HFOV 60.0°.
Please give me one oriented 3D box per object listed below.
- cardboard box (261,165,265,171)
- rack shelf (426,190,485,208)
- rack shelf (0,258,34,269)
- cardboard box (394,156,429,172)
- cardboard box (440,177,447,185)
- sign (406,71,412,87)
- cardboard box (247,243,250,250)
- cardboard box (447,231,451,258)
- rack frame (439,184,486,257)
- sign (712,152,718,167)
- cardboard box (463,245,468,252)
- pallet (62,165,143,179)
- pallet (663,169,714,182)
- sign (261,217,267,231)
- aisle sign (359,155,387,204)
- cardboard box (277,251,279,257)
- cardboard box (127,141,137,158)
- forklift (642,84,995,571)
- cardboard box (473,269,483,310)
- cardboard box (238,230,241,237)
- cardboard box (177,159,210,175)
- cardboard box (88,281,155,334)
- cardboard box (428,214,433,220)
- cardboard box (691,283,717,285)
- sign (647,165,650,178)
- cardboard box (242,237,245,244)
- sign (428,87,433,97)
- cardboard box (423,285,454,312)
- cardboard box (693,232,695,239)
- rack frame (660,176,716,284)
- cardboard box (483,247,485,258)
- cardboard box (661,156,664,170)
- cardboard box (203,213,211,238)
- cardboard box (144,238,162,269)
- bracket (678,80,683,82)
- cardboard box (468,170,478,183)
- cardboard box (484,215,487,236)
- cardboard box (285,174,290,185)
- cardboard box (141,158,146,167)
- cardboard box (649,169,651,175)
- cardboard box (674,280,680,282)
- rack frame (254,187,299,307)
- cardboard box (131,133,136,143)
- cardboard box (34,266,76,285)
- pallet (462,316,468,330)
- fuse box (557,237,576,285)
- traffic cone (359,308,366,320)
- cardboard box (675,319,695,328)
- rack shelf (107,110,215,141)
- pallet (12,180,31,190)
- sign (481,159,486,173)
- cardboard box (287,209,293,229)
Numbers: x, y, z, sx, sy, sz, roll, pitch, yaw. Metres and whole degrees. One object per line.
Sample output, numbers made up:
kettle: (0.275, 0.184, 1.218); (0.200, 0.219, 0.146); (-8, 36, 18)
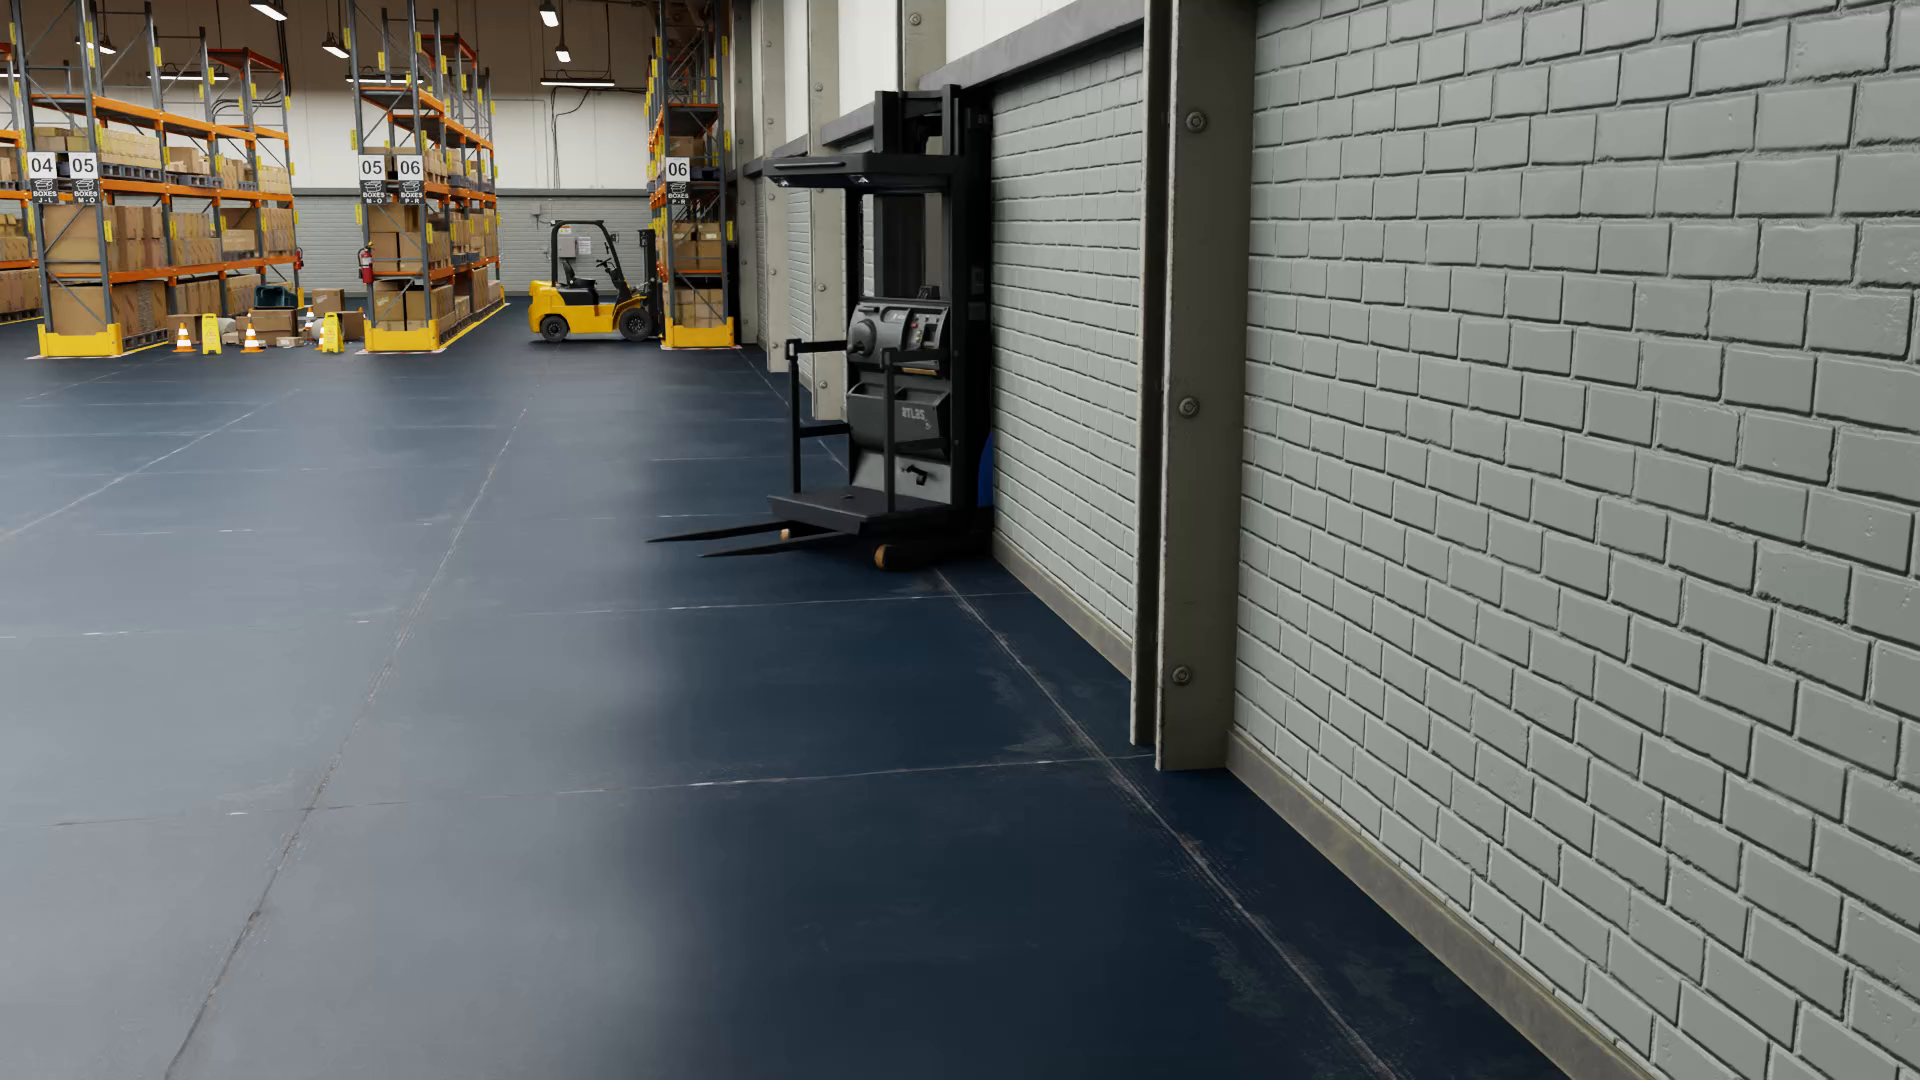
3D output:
cardboard box: (-16.515, -8.726, 38.995); (0.380, 0.149, 0.250); (-2, 11, -13)
rack shelf: (-11.341, -7.630, 37.162); (1.077, 0.370, 4.000); (-2, 11, -11)
rack shelf: (-21.062, -5.796, 35.549); (1.077, 0.370, 4.000); (-2, 11, -11)
cardboard box: (-9.233, -6.324, 27.981); (0.500, 0.250, 0.500); (-2, 11, -12)
cardboard box: (-9.813, -6.713, 31.091); (0.380, 0.149, 0.250); (-2, 11, -11)
sign: (-11.496, -9.606, 34.676); (0.100, 0.325, 0.005); (-2, 11, -11)
cardboard box: (-16.197, -6.602, 37.408); (0.380, 0.149, 0.250); (-2, 11, -11)
cardboard box: (-9.844, -5.532, 31.176); (0.500, 0.500, 0.500); (-2, 11, -12)
rack frame: (-11.730, -6.877, 39.303); (1.000, 3.000, 0.127); (-2, 11, -11)
sign: (-4.762, -7.377, 32.317); (0.100, 0.325, 0.005); (-2, 11, -11)
cardboard box: (-10.333, -5.987, 34.176); (0.380, 0.149, 0.250); (-2, 11, -10)
pallet: (-14.627, -6.267, 28.315); (1.003, 0.211, 1.213); (-2, 11, -11)
pallet: (-4.881, -6.642, 30.284); (1.003, 0.211, 1.213); (-2, 11, -11)
sign: (-16.022, -7.268, 38.261); (0.100, 0.325, 0.005); (-2, 11, -11)
aisle sign: (-9.669, -5.931, 27.381); (0.394, 0.787, 0.004); (-2, 11, -11)
cardboard box: (-16.772, -6.951, 40.367); (0.380, 0.149, 0.250); (-2, 11, -10)
cardboard box: (-14.370, -6.654, 28.326); (0.500, 0.250, 0.500); (-2, 11, -11)
forklift: (-0.554, -1.361, 10.506); (3.031, 2.935, 1.130); (-9, 14, -40)
cardboard box: (-11.174, -5.599, 37.150); (0.875, 0.875, 0.875); (-2, 11, -10)
cardboard box: (-16.044, -6.748, 36.583); (0.380, 0.149, 0.250); (-3, 11, -14)
cardboard box: (-15.290, -7.449, 33.135); (0.500, 0.311, 0.500); (-2, 11, -11)
cardboard box: (-14.777, -4.090, 29.223); (0.875, 0.875, 0.875); (-2, 11, -11)
cardboard box: (-11.309, -6.769, 35.794); (0.500, 0.500, 0.500); (-2, 11, -13)
cardboard box: (-4.907, -4.762, 31.748); (0.500, 0.250, 0.500); (-2, 11, -12)
sign: (-8.172, -9.674, 43.643); (0.100, 0.325, 0.005); (-2, 11, -11)
cardboard box: (-16.090, -6.650, 36.864); (0.380, 0.149, 0.250); (-3, 11, -14)
sign: (-12.279, -10.345, 38.557); (0.100, 0.325, 0.005); (-2, 11, -11)
cardboard box: (-9.796, -4.534, 31.223); (0.500, 0.500, 0.500); (-2, 11, -12)
cardboard box: (-4.820, -5.720, 31.224); (0.380, 0.149, 0.250); (-2, 11, -9)
rack frame: (-5.306, -5.590, 32.546); (1.000, 3.000, 0.127); (-2, 11, -11)
cardboard box: (-11.396, -6.730, 38.933); (0.500, 0.250, 0.500); (-2, 11, -12)
cardboard box: (-5.315, -6.970, 30.741); (0.396, 0.266, 0.258); (-2, 11, -12)
cardboard box: (-15.710, -6.402, 33.868); (0.700, 0.500, 0.500); (-2, 11, -11)
cardboard box: (-14.797, -5.117, 29.658); (0.875, 0.550, 0.550); (-2, 11, -11)
bracket: (-8.170, -13.532, 48.598); (0.235, 0.232, 0.430); (-2, 11, -11)
cardboard box: (-11.353, -8.359, 38.182); (0.500, 0.311, 0.500); (-2, 11, -11)
cardboard box: (-11.585, -7.513, 39.705); (0.500, 0.500, 0.500); (-2, 11, -11)
cardboard box: (-17.005, -8.982, 41.406); (0.500, 0.250, 0.500); (-2, 11, -13)
cardboard box: (-14.428, -6.575, 28.977); (0.380, 0.149, 0.250); (-2, 11, -10)
cardboard box: (-7.105, -8.644, 39.054); (0.380, 0.149, 0.250); (-2, 11, -12)
cardboard box: (-6.429, -5.702, 36.962); (0.380, 0.149, 0.250); (-3, 11, -14)
rack frame: (-17.344, -7.412, 42.114); (1.000, 3.000, 0.127); (-2, 11, -11)
cardboard box: (-14.330, -6.874, 28.416); (0.380, 0.149, 0.250); (-2, 11, -10)
cardboard box: (-21.849, -6.131, 39.945); (0.875, 0.875, 0.875); (-2, 11, -11)
pallet: (-10.568, -4.406, 33.783); (1.003, 0.211, 1.213); (-2, 11, -11)
fuse box: (-11.539, -8.060, 48.968); (0.539, 1.711, 0.414); (-2, 11, -11)
traffic cone: (-11.789, -4.340, 32.759); (0.336, 0.463, 0.334); (-2, 11, -11)
cardboard box: (-4.929, -3.787, 29.302); (0.500, 0.250, 0.500); (-2, 11, -11)
rack shelf: (-15.399, -7.975, 32.022); (1.077, 0.370, 4.000); (-2, 11, -11)
pallet: (-21.600, -8.097, 37.928); (1.003, 0.211, 1.213); (-2, 11, -11)
sign: (-11.200, -8.780, 39.058); (0.100, 0.325, 0.005); (-2, 11, -11)
cardboard box: (-17.011, -8.023, 41.590); (0.500, 0.500, 0.500); (-2, 11, -12)
